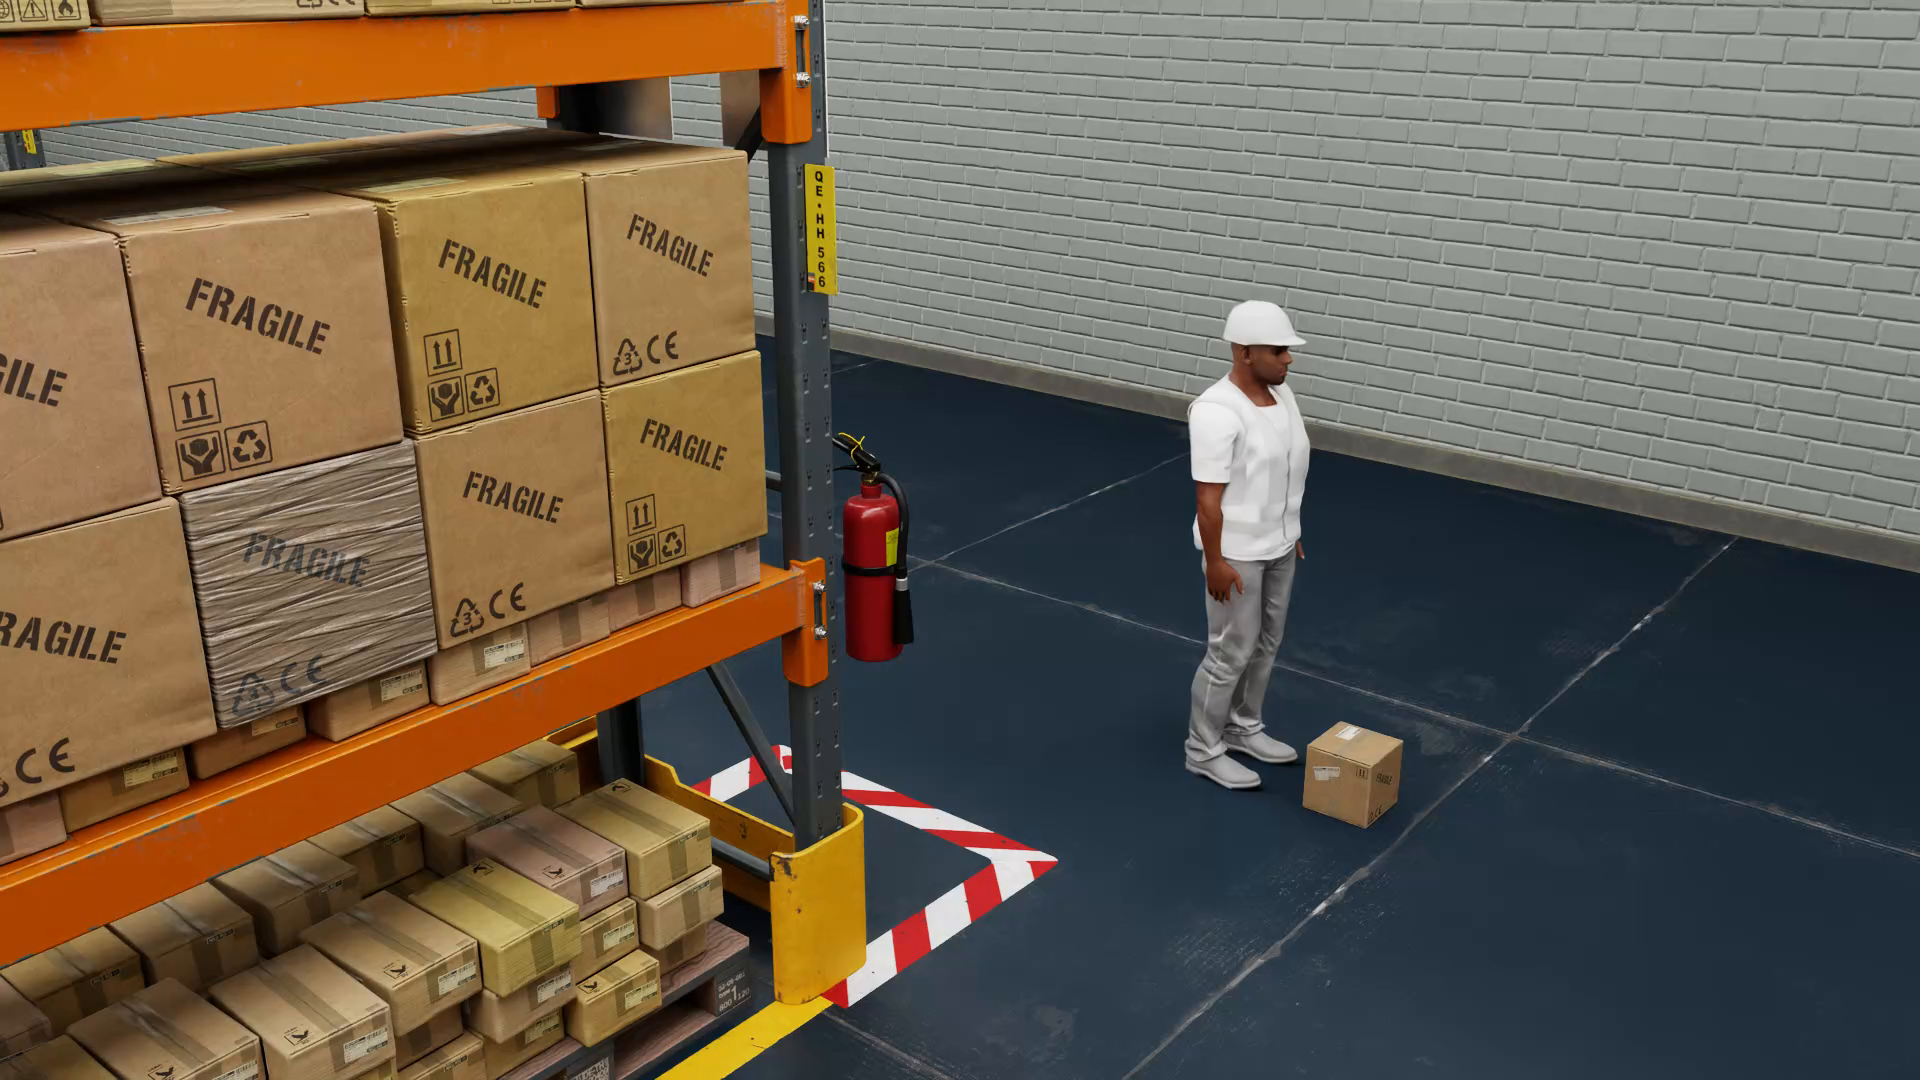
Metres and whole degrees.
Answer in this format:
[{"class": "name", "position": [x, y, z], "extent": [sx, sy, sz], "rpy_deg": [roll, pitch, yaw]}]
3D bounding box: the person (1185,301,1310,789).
[{"class": "person", "position": [1.044, 0.017, 5.994], "extent": [0.366, 1.764, 0.562], "rpy_deg": [17, 26, 38]}]
